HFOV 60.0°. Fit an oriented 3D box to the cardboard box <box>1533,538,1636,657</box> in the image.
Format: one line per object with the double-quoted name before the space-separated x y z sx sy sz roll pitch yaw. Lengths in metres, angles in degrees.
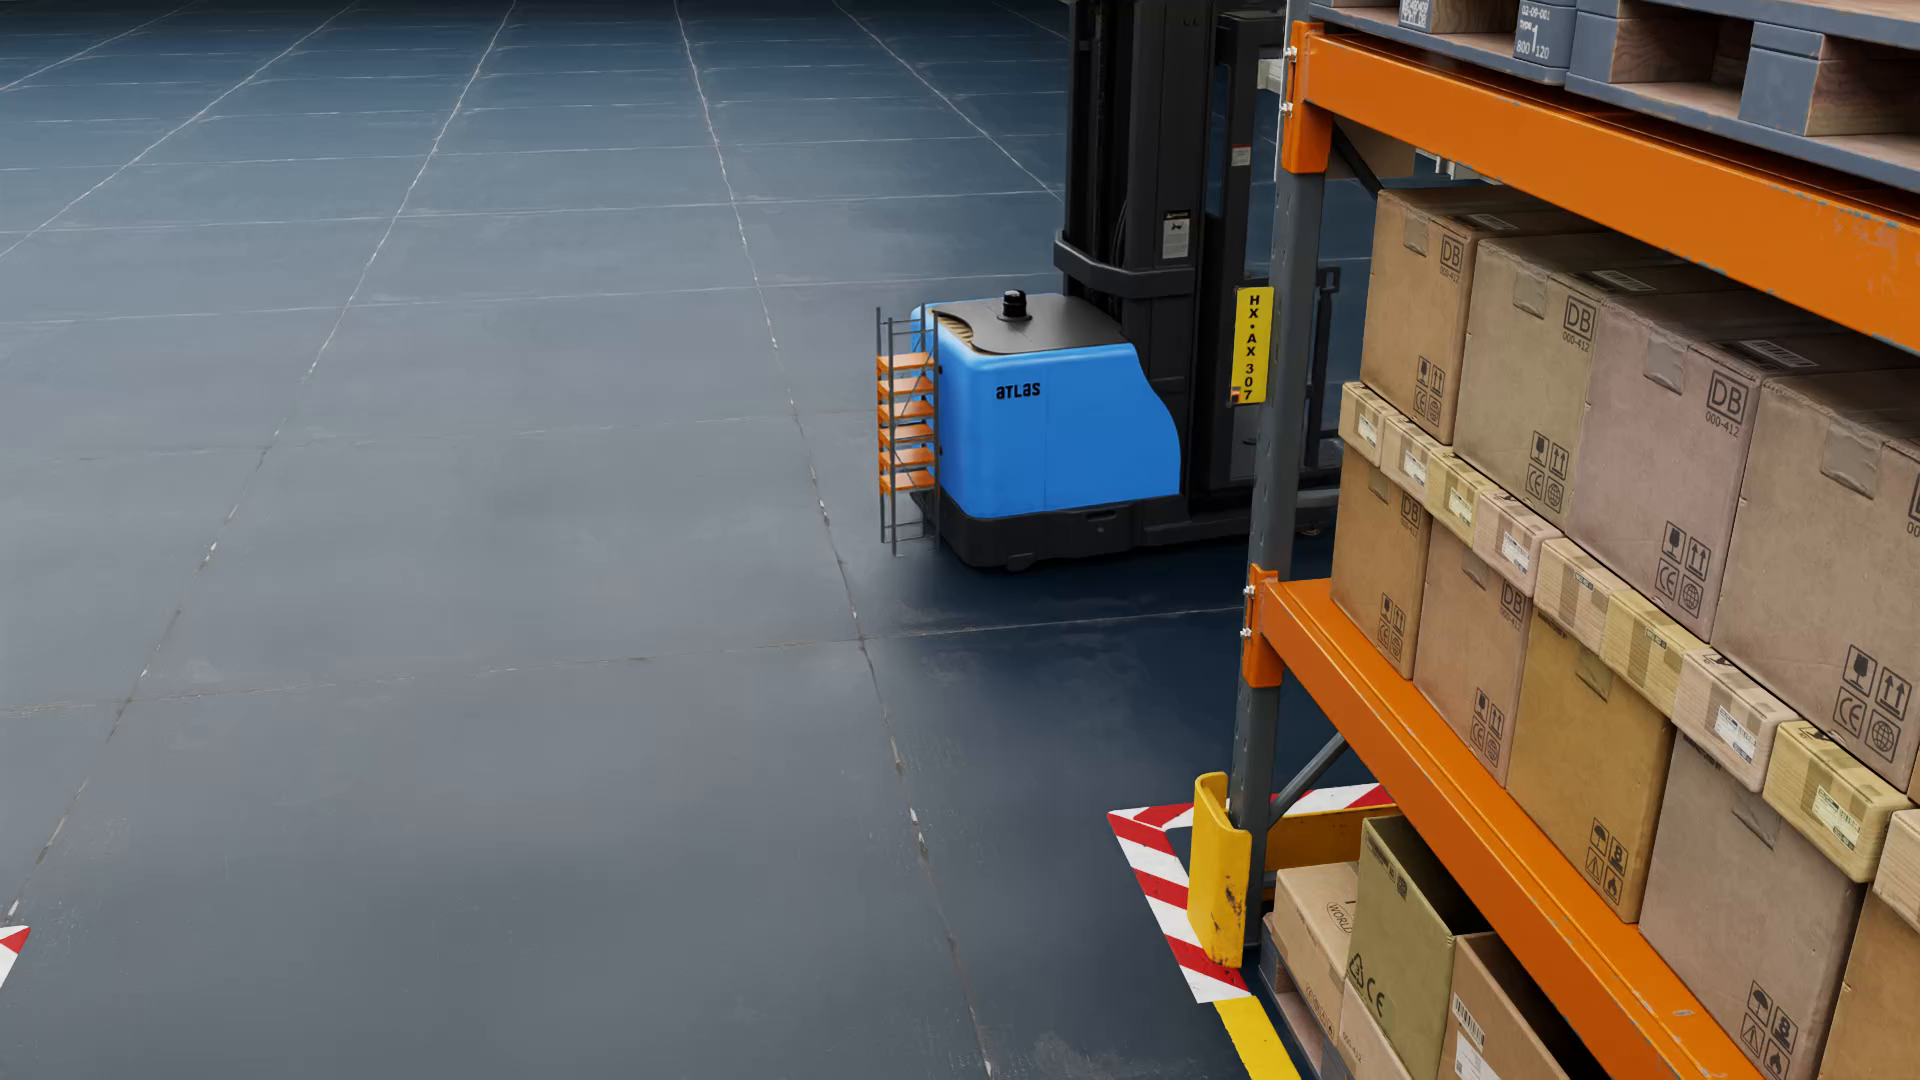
"cardboard box" 1.396 0.098 3.342 0.380 0.149 0.250 -5 24 -12

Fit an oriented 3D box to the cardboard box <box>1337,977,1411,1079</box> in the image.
"cardboard box" 1.319 1.356 4.307 0.500 0.250 0.500 -4 24 -10

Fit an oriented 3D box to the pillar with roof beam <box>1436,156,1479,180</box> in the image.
"pillar with roof beam" 0.739 -7.442 14.047 9.100 9.000 0.400 -4 24 -10

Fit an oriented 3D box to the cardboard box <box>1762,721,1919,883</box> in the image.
"cardboard box" 1.536 0.400 2.650 0.380 0.149 0.250 -4 24 -8

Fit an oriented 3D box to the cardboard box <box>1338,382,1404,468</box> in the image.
"cardboard box" 1.203 -0.308 4.272 0.380 0.149 0.250 -4 24 -10

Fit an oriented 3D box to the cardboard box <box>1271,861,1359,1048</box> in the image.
"cardboard box" 1.223 1.160 4.757 0.500 0.250 0.500 -4 24 -10

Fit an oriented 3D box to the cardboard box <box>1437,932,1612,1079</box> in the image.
"cardboard box" 1.422 1.209 3.709 0.500 0.500 0.500 -4 24 -10

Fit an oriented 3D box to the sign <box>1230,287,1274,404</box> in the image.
"sign" 0.796 -0.529 4.534 0.100 0.325 0.005 -4 24 -10

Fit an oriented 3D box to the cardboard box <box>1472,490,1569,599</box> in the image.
"cardboard box" 1.344 -0.007 3.582 0.380 0.149 0.250 -5 24 -11

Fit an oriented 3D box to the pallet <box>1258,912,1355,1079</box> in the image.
"pallet" 1.525 1.440 4.688 1.003 0.211 1.213 -4 24 -10

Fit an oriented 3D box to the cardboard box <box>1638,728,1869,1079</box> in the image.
"cardboard box" 1.705 0.612 2.975 0.700 0.500 0.500 -4 24 -8

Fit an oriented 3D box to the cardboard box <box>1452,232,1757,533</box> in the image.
"cardboard box" 1.528 -0.364 3.589 0.700 0.500 0.500 -5 24 -11

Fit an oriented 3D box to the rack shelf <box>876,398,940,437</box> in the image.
"rack shelf" -0.246 -0.583 7.897 0.258 0.103 0.180 -8 25 -18

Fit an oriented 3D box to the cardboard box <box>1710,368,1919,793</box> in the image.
"cardboard box" 1.715 0.032 2.684 0.700 0.500 0.500 -4 24 -10

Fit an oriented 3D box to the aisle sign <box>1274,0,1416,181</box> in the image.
"aisle sign" 1.029 -1.330 4.298 0.394 0.787 0.004 -4 24 -10

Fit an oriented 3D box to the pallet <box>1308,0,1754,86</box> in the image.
"pallet" 1.447 -1.189 3.588 1.003 0.211 1.213 -4 24 -10

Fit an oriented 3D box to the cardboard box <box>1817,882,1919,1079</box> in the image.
"cardboard box" 1.801 0.814 2.514 0.700 0.500 0.500 -4 24 -9

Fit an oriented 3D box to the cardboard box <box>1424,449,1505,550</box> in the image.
"cardboard box" 1.299 -0.106 3.809 0.380 0.149 0.250 -4 24 -10

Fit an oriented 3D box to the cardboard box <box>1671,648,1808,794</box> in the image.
"cardboard box" 1.486 0.297 2.887 0.380 0.149 0.250 -4 24 -9

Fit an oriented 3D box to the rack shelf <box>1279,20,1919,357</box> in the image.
"rack shelf" 1.712 -0.393 2.554 1.077 0.370 4.000 -4 24 -10

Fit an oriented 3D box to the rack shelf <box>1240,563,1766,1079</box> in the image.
"rack shelf" 1.712 0.981 3.154 1.077 0.370 4.000 -4 24 -10

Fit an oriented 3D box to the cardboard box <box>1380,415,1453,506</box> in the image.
"cardboard box" 1.255 -0.204 4.034 0.380 0.149 0.250 -5 24 -11

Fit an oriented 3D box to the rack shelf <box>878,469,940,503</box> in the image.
"rack shelf" -0.246 -0.253 8.042 0.258 0.103 0.180 -8 25 -18

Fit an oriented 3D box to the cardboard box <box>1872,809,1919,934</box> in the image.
"cardboard box" 1.588 0.505 2.412 0.380 0.149 0.250 -4 24 -8

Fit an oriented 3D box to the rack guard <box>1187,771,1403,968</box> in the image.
"rack guard" 1.338 1.001 5.333 1.175 0.500 0.348 -4 24 -10

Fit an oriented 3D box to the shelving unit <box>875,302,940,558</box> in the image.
"shelving unit" -0.246 -0.514 7.928 0.258 1.200 0.189 -8 25 -18

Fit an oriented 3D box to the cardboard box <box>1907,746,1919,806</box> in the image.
"cardboard box" 1.807 0.228 2.234 0.700 0.500 0.500 -4 24 -10

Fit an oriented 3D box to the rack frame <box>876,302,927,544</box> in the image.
"rack frame" -0.277 -0.548 8.006 0.240 1.200 0.006 -8 25 -18

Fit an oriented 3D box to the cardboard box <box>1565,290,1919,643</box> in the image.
"cardboard box" 1.622 -0.165 3.135 0.700 0.500 0.500 -4 24 -10

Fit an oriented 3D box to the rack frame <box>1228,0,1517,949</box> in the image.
"rack frame" 1.342 -0.135 4.811 1.000 3.000 0.127 -4 24 -10

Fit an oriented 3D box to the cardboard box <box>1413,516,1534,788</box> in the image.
"cardboard box" 1.518 0.210 3.897 0.700 0.500 0.500 -4 24 -8

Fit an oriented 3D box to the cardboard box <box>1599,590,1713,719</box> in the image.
"cardboard box" 1.443 0.199 3.112 0.380 0.149 0.250 -5 24 -10

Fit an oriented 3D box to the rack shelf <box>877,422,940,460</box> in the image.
"rack shelf" -0.246 -0.473 7.945 0.258 0.103 0.180 -8 25 -18

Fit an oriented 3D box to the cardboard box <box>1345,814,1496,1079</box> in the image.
"cardboard box" 1.317 1.013 4.157 0.500 0.500 0.500 -4 24 -10

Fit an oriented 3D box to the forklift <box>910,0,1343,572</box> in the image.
"forklift" 1.316 -1.531 8.093 3.031 2.935 1.130 -8 25 -17

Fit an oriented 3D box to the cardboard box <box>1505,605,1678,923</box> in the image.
"cardboard box" 1.604 0.406 3.448 0.700 0.500 0.500 -4 24 -9

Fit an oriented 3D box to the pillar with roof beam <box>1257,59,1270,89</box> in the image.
"pillar with roof beam" -0.370 -9.802 19.451 9.100 9.000 0.400 -4 24 -10

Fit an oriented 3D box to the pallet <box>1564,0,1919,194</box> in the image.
"pallet" 1.676 -0.708 2.487 1.003 0.211 1.213 -4 24 -10

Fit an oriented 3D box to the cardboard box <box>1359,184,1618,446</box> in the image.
"cardboard box" 1.426 -0.570 4.061 0.700 0.500 0.500 -4 24 -10

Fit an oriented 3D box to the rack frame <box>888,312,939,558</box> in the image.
"rack frame" -0.215 -0.480 7.849 0.240 1.200 0.006 -8 25 -18

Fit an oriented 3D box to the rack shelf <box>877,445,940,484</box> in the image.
"rack shelf" -0.246 -0.363 7.994 0.258 0.103 0.180 -8 25 -18

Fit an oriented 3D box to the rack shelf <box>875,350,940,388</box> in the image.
"rack shelf" -0.246 -0.803 7.801 0.258 0.103 0.180 -8 25 -18

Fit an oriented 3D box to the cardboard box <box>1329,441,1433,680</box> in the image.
"cardboard box" 1.416 0.004 4.369 0.700 0.500 0.500 -4 24 -10

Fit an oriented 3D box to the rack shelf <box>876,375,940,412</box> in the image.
"rack shelf" -0.246 -0.693 7.849 0.258 0.103 0.180 -8 25 -18
